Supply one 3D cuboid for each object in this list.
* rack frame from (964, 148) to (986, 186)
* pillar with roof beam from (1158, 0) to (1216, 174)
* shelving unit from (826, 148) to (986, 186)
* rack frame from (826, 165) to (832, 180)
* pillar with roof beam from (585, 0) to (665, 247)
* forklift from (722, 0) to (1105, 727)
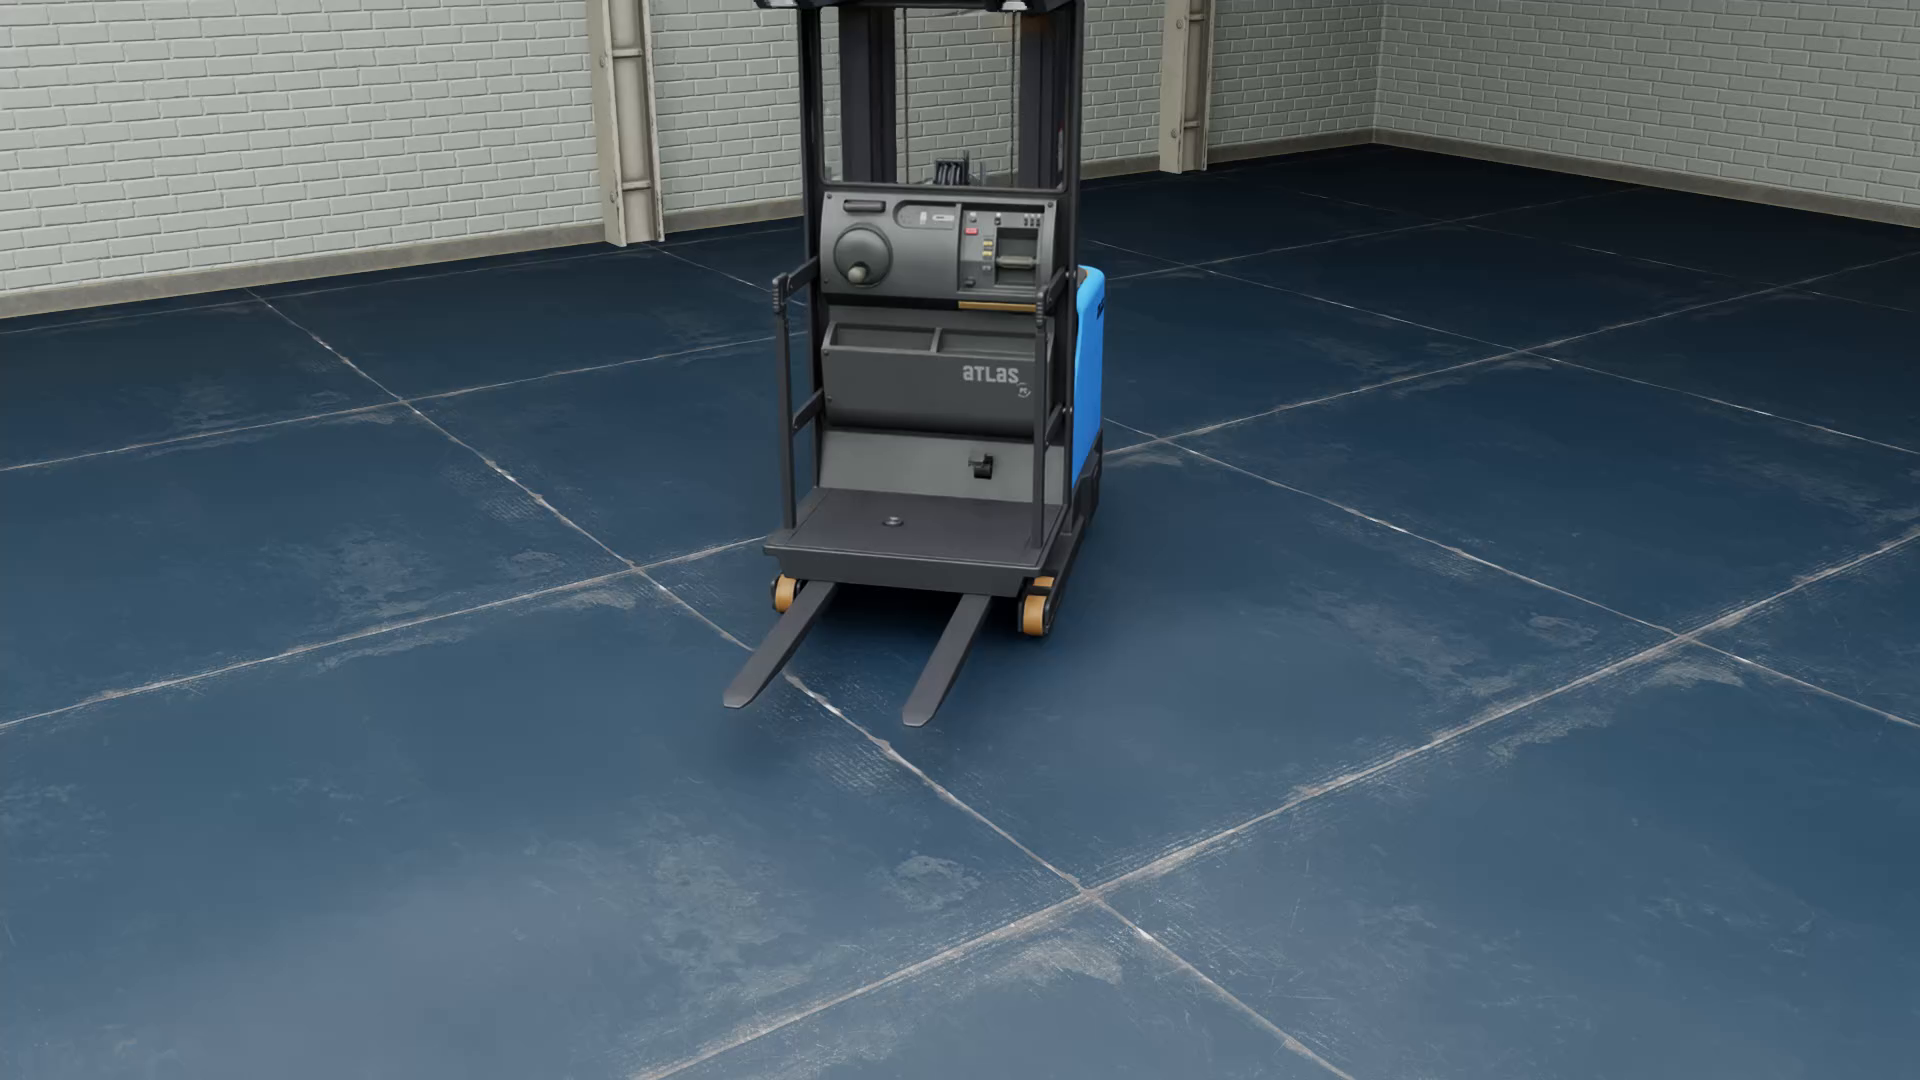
[{"bbox_3d":[0.071,-1.153,8.261,0.023,1.500,0.400,-5,22,-12],"label":"rack frame"},{"bbox_3d":[4.748,-6.610,11.819,0.400,9.000,9.100,-15,26,-33],"label":"pillar with roof beam"},{"bbox_3d":[-0.286,-1.124,8.187,0.755,1.500,0.431,-5,22,-12],"label":"shelving unit"},{"bbox_3d":[-0.643,-1.095,8.114,0.023,1.500,0.400,-5,22,-12],"label":"rack frame"},{"bbox_3d":[-0.122,-5.311,8.565,0.400,9.000,9.100,-15,26,-33],"label":"pillar with roof beam"},{"bbox_3d":[-0.131,-1.135,6.286,1.130,2.935,3.031,5,22,11],"label":"forklift"}]
